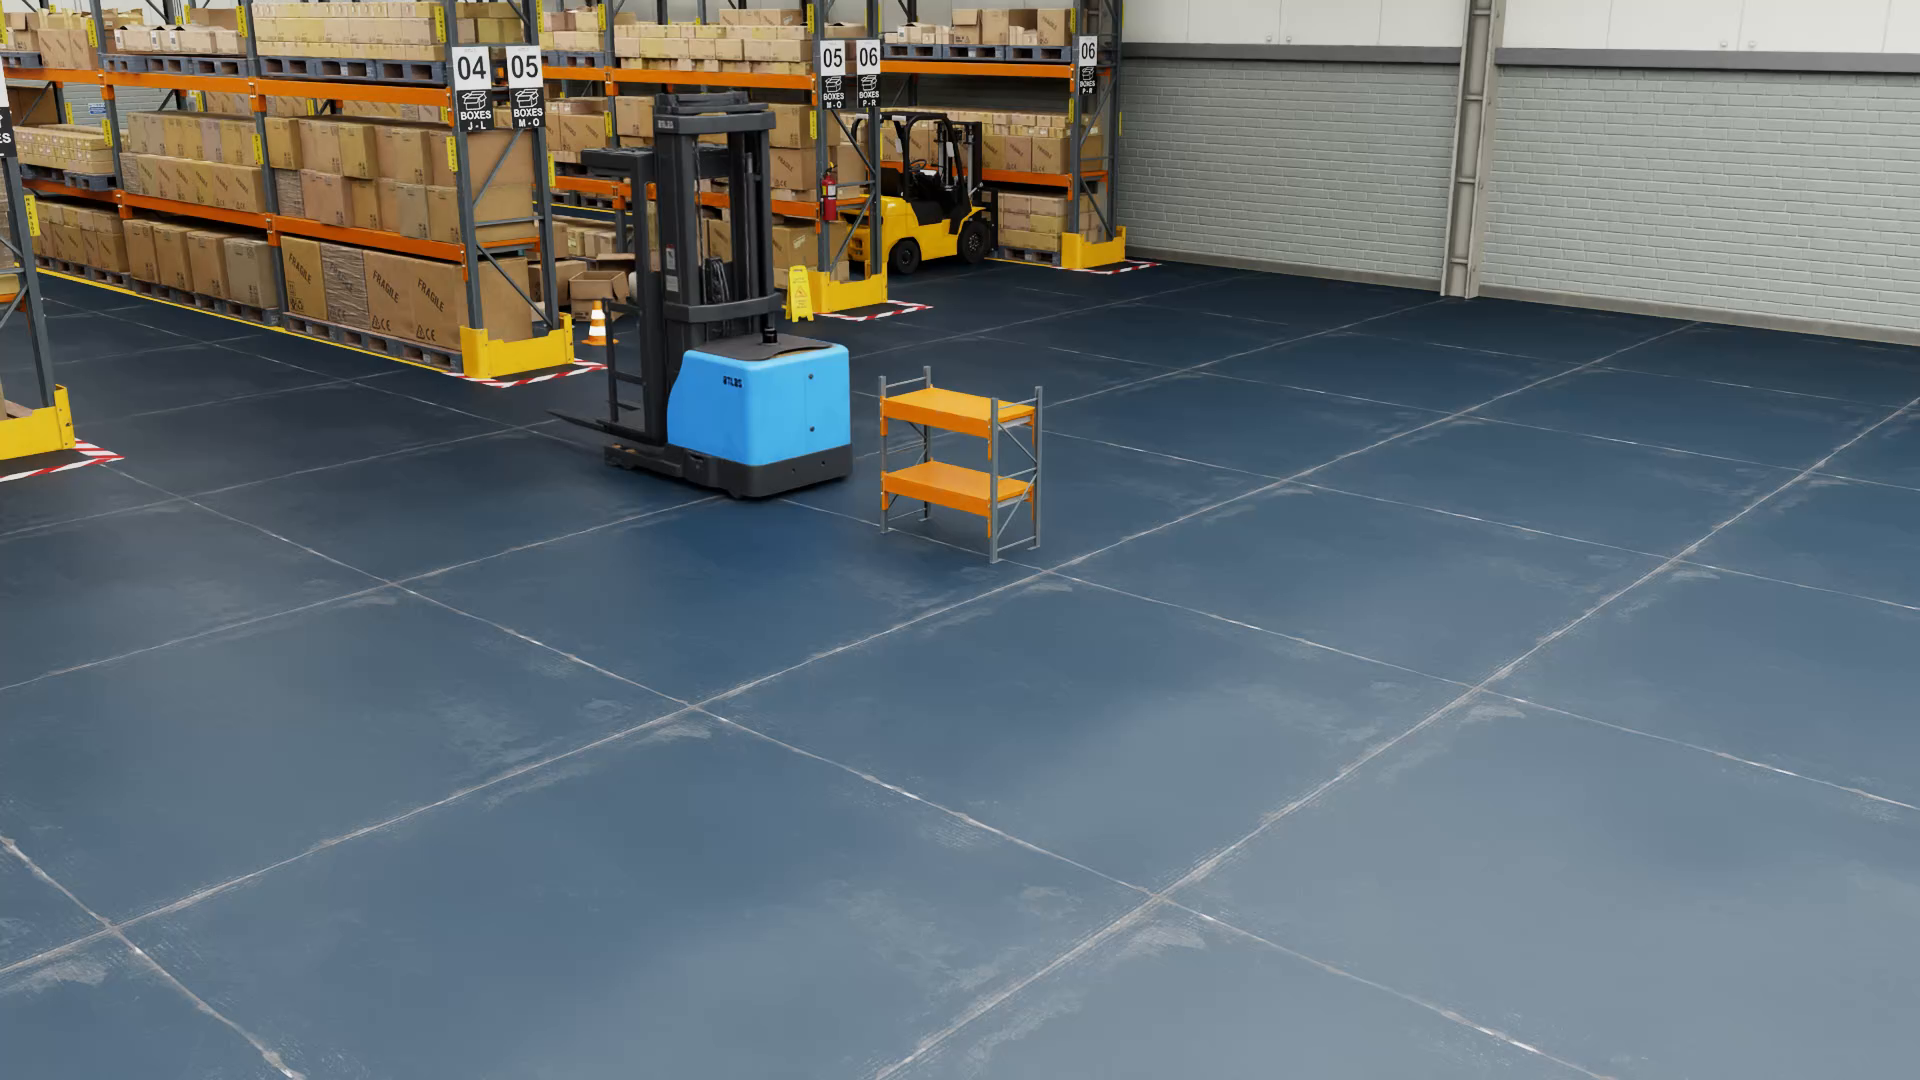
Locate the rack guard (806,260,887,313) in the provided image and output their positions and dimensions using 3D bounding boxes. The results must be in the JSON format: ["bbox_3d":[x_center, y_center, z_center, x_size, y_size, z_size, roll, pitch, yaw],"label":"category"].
[{"bbox_3d":[-1.415,-3.174,20.787,0.348,0.500,1.175,15,23,39],"label":"rack guard"}]

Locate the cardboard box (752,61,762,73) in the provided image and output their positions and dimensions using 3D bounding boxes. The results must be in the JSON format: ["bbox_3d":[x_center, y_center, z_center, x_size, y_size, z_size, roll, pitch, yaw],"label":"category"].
[{"bbox_3d":[-2.340,-5.838,20.506,0.250,0.149,0.380,15,23,40],"label":"cardboard box"}]

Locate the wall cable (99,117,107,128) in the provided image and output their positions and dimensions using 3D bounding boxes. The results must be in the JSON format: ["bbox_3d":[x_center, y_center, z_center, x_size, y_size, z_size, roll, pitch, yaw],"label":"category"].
[{"bbox_3d":[-17.558,-9.189,33.876,0.123,1.953,0.585,15,23,39],"label":"wall cable"}]

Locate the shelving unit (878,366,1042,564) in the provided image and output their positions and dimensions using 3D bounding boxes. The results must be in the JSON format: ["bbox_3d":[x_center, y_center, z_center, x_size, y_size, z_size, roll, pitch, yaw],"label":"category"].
[{"bbox_3d":[-0.005,-0.538,11.446,1.048,1.125,0.538,15,23,39],"label":"shelving unit"}]

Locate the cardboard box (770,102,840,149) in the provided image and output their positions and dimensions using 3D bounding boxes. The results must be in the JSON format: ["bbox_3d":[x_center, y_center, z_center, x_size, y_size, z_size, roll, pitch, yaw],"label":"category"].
[{"bbox_3d":[-1.885,-5.070,20.317,0.500,0.500,0.700,14,23,38],"label":"cardboard box"}]

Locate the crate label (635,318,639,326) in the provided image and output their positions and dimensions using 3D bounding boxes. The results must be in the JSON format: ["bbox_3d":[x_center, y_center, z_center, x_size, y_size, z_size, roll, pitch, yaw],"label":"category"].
[{"bbox_3d":[-3.648,-2.605,19.593,0.298,0.136,0.250,4,18,11],"label":"crate label"}]

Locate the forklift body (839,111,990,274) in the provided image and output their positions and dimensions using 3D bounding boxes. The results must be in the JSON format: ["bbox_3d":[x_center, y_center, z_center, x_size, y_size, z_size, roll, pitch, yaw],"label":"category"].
[{"bbox_3d":[-0.695,-5.038,23.930,1.214,2.155,2.313,15,23,39],"label":"forklift body"}]

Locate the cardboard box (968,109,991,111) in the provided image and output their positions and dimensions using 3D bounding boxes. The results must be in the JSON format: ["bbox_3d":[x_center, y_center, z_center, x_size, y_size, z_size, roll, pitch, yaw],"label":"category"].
[{"bbox_3d":[0.318,-6.516,25.455,0.250,0.149,0.380,15,23,39],"label":"cardboard box"}]

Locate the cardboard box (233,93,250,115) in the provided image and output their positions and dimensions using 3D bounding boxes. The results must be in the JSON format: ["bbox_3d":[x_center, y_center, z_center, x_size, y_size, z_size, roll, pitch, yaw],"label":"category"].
[{"bbox_3d":[-12.374,-7.723,29.169,0.500,0.500,0.500,15,23,39],"label":"cardboard box"}]

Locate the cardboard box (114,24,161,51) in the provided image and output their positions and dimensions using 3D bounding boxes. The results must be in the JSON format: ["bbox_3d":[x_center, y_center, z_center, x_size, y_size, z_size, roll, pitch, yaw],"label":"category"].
[{"bbox_3d":[-10.156,-6.257,20.696,0.500,0.311,0.500,15,23,39],"label":"cardboard box"}]

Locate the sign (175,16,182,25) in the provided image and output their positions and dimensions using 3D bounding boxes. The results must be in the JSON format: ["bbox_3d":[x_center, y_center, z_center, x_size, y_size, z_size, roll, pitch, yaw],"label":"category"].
[{"bbox_3d":[-10.177,-6.654,21.676,0.005,0.325,0.100,15,23,39],"label":"sign"}]

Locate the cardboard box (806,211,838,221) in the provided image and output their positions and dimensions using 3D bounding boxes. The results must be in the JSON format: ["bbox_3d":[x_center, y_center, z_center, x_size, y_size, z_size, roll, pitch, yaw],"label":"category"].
[{"bbox_3d":[-2.031,-5.605,27.547,0.625,0.625,0.875,15,23,39],"label":"cardboard box"}]

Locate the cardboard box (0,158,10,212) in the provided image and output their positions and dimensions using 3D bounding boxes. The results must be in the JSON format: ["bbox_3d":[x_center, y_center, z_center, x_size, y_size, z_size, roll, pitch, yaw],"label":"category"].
[{"bbox_3d":[-8.166,-2.946,13.627,0.500,0.500,0.500,15,23,39],"label":"cardboard box"}]

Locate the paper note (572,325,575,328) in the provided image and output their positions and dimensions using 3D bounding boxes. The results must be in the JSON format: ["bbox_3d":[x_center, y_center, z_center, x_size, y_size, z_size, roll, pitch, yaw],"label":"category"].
[{"bbox_3d":[-4.583,-2.485,19.394,0.144,0.017,0.142,-9,20,-27],"label":"paper note"}]

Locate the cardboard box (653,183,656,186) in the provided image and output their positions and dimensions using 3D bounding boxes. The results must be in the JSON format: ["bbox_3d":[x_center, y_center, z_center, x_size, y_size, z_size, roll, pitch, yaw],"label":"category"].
[{"bbox_3d":[-3.885,-4.813,22.233,0.250,0.149,0.380,15,23,39],"label":"cardboard box"}]

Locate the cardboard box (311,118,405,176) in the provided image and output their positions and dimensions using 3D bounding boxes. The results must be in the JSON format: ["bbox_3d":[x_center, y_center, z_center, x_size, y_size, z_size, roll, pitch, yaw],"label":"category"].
[{"bbox_3d":[-6.506,-4.294,18.150,0.550,0.550,0.875,15,23,39],"label":"cardboard box"}]

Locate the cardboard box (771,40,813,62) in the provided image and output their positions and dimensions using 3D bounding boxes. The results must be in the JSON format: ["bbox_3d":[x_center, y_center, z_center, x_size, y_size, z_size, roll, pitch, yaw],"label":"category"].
[{"bbox_3d":[-1.920,-5.892,20.017,0.500,0.250,0.500,15,23,39],"label":"cardboard box"}]

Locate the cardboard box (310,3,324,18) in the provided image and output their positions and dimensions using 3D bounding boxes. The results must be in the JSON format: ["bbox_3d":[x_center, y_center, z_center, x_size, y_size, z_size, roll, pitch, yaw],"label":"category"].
[{"bbox_3d":[-6.560,-5.546,17.407,0.250,0.149,0.380,15,23,39],"label":"cardboard box"}]

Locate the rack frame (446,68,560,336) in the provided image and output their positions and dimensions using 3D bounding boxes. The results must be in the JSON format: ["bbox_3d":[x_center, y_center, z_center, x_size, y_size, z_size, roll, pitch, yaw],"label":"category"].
[{"bbox_3d":[-4.568,-3.210,16.768,0.127,3.000,1.000,15,23,39],"label":"rack frame"}]

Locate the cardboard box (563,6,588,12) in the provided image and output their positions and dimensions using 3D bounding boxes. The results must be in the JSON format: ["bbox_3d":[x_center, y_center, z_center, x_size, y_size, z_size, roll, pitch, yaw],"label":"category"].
[{"bbox_3d":[-7.048,-9.641,30.453,0.258,0.266,0.396,15,23,39],"label":"cardboard box"}]

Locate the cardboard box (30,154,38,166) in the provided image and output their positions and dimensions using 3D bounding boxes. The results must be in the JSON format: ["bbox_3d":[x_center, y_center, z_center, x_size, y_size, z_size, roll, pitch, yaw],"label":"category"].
[{"bbox_3d":[-12.574,-5.256,22.935,0.250,0.149,0.380,15,23,38],"label":"cardboard box"}]

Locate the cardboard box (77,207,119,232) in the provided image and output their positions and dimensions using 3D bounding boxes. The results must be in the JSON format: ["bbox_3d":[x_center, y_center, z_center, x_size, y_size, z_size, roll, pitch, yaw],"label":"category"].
[{"bbox_3d":[-11.622,-4.360,22.588,0.500,0.250,0.500,15,23,40],"label":"cardboard box"}]

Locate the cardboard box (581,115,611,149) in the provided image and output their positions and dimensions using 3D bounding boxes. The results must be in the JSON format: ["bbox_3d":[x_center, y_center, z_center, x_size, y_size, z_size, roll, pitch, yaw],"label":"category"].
[{"bbox_3d":[-4.848,-5.584,22.897,0.500,0.500,0.500,15,23,38],"label":"cardboard box"}]

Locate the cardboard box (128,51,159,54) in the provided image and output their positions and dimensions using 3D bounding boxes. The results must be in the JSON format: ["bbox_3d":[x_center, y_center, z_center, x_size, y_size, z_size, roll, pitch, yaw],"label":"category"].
[{"bbox_3d":[-10.802,-6.469,21.912,0.500,0.500,0.500,15,23,39],"label":"cardboard box"}]

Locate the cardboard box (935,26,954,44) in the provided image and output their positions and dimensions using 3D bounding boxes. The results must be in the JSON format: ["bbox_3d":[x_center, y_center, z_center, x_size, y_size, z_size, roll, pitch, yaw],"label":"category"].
[{"bbox_3d":[-0.149,-7.524,24.765,0.258,0.266,0.396,14,23,38],"label":"cardboard box"}]

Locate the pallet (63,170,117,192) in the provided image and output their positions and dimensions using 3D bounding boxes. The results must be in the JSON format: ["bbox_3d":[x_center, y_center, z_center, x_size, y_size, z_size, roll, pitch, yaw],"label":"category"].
[{"bbox_3d":[-11.155,-4.844,22.234,1.003,0.211,1.213,15,23,39],"label":"pallet"}]

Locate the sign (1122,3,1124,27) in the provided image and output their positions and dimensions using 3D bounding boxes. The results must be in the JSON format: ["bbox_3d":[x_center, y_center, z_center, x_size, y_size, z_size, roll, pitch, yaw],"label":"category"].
[{"bbox_3d":[2.307,-7.483,23.696,0.005,0.325,0.100,15,23,39],"label":"sign"}]

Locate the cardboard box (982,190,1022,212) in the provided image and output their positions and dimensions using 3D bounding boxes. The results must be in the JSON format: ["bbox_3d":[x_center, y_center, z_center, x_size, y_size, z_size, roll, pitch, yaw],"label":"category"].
[{"bbox_3d":[0.613,-5.063,24.803,0.500,0.250,0.500,15,23,40],"label":"cardboard box"}]

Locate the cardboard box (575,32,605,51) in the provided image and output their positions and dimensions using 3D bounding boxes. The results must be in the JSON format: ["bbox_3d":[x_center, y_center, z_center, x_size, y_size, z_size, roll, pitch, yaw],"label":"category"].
[{"bbox_3d":[-4.883,-6.797,22.664,0.500,0.250,0.500,14,23,38],"label":"cardboard box"}]

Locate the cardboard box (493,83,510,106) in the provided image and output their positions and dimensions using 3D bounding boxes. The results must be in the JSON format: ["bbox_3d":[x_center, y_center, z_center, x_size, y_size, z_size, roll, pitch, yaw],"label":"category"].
[{"bbox_3d":[-8.750,-8.661,32.461,0.500,0.500,0.500,16,23,41],"label":"cardboard box"}]

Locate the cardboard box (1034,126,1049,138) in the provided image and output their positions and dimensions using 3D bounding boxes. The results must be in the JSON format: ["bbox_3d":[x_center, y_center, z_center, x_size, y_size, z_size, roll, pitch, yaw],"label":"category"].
[{"bbox_3d":[1.278,-5.882,23.949,0.250,0.149,0.380,16,23,40],"label":"cardboard box"}]

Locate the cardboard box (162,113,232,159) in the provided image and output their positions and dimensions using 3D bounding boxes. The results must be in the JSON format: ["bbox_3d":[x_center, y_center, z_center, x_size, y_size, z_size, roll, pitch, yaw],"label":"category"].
[{"bbox_3d":[-9.458,-5.045,20.730,0.500,0.500,0.700,15,23,38],"label":"cardboard box"}]

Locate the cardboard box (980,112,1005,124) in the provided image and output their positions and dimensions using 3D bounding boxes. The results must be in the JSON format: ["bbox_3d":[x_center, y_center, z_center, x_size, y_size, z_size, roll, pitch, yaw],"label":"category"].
[{"bbox_3d":[0.505,-6.231,24.556,0.250,0.149,0.380,16,23,40],"label":"cardboard box"}]

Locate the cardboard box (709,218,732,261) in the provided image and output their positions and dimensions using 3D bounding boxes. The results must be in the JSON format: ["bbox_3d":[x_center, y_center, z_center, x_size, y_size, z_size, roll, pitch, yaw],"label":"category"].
[{"bbox_3d":[-2.896,-3.906,21.573,0.500,0.500,0.500,14,23,38],"label":"cardboard box"}]

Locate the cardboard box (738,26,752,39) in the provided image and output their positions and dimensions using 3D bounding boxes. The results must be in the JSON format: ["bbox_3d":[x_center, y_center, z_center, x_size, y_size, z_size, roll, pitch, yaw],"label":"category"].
[{"bbox_3d":[-2.511,-6.263,20.524,0.250,0.149,0.380,15,23,39],"label":"cardboard box"}]

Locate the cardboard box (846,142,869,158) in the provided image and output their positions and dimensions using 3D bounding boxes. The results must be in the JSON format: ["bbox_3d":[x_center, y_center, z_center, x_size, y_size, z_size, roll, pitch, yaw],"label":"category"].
[{"bbox_3d":[-1.608,-6.248,26.588,0.500,0.250,0.500,16,23,40],"label":"cardboard box"}]

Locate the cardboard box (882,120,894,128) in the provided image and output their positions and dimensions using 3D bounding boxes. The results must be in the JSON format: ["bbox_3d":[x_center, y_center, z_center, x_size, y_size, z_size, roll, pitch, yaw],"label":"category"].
[{"bbox_3d":[-0.994,-6.511,25.930,0.250,0.149,0.380,15,23,38],"label":"cardboard box"}]

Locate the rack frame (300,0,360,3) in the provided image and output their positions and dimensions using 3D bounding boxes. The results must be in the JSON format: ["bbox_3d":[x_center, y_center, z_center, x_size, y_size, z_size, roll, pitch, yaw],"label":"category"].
[{"bbox_3d":[-10.333,-9.619,27.046,0.127,3.000,1.000,15,23,39],"label":"rack frame"}]

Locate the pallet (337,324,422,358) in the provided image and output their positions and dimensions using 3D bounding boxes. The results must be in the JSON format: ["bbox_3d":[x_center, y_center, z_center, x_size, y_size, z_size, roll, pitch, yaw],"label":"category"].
[{"bbox_3d":[-6.126,-2.269,18.412,1.213,0.211,1.003,15,23,39],"label":"pallet"}]

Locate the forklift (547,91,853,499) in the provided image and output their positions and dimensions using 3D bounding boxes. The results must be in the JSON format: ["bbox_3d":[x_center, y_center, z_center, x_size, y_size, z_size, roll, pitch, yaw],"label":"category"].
[{"bbox_3d":[-2.256,-2.064,13.271,3.031,2.935,1.130,16,24,41],"label":"forklift"}]

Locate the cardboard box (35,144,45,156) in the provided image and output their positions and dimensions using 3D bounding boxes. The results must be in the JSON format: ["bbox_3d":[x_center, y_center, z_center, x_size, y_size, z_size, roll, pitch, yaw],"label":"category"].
[{"bbox_3d":[-12.383,-5.345,22.725,0.250,0.149,0.380,14,23,38],"label":"cardboard box"}]

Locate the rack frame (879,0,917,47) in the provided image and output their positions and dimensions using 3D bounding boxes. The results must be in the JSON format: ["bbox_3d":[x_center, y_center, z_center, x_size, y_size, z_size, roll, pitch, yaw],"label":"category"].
[{"bbox_3d":[-1.058,-9.137,25.525,0.127,3.000,1.000,15,23,39],"label":"rack frame"}]

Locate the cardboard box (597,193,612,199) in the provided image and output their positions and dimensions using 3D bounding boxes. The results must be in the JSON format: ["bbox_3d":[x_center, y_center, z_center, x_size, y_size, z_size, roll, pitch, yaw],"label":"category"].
[{"bbox_3d":[-6.424,-6.640,31.012,0.500,0.500,0.500,15,23,39],"label":"cardboard box"}]

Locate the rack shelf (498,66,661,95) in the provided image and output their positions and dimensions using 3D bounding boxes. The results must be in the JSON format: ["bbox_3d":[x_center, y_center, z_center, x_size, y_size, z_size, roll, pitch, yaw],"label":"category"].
[{"bbox_3d":[-5.846,-6.642,23.812,4.000,0.370,1.077,15,23,39],"label":"rack shelf"}]

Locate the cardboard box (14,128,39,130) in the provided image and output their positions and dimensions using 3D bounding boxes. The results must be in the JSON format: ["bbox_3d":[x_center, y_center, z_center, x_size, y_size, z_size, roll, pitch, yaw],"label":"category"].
[{"bbox_3d":[-13.151,-5.694,23.332,0.250,0.149,0.380,15,23,40],"label":"cardboard box"}]

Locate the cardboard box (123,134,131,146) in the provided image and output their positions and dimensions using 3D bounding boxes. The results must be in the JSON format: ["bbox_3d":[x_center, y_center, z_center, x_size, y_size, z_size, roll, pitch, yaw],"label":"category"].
[{"bbox_3d":[-10.971,-5.371,22.313,0.250,0.149,0.380,14,23,38],"label":"cardboard box"}]

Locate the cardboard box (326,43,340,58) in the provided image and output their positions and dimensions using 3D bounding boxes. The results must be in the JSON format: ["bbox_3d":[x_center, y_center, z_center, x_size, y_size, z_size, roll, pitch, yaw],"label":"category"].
[{"bbox_3d":[-6.375,-5.116,17.370,0.250,0.149,0.380,15,23,40],"label":"cardboard box"}]

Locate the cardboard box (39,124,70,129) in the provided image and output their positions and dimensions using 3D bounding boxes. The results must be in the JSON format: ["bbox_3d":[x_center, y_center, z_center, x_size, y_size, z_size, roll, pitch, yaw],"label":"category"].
[{"bbox_3d":[-13.114,-5.947,24.130,0.250,0.149,0.380,16,24,42],"label":"cardboard box"}]

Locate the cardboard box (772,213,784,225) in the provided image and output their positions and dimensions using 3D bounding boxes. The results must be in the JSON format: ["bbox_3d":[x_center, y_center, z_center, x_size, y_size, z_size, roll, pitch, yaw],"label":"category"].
[{"bbox_3d":[-2.449,-4.067,21.007,0.250,0.149,0.380,16,24,41],"label":"cardboard box"}]

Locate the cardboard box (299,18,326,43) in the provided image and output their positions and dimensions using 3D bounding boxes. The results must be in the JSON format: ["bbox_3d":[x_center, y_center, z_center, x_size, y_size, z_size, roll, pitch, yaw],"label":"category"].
[{"bbox_3d":[-6.624,-5.398,17.598,0.500,0.250,0.500,15,23,39],"label":"cardboard box"}]

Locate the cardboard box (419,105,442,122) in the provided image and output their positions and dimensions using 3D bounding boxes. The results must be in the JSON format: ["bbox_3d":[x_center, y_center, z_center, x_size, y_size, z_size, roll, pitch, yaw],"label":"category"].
[{"bbox_3d":[-7.902,-6.526,25.397,0.500,0.500,0.500,14,23,38],"label":"cardboard box"}]

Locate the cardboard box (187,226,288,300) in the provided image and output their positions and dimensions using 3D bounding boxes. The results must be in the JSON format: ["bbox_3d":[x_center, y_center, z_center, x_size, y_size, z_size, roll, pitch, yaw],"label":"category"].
[{"bbox_3d":[-8.803,-3.440,20.517,0.750,0.750,1.050,15,23,39],"label":"cardboard box"}]
